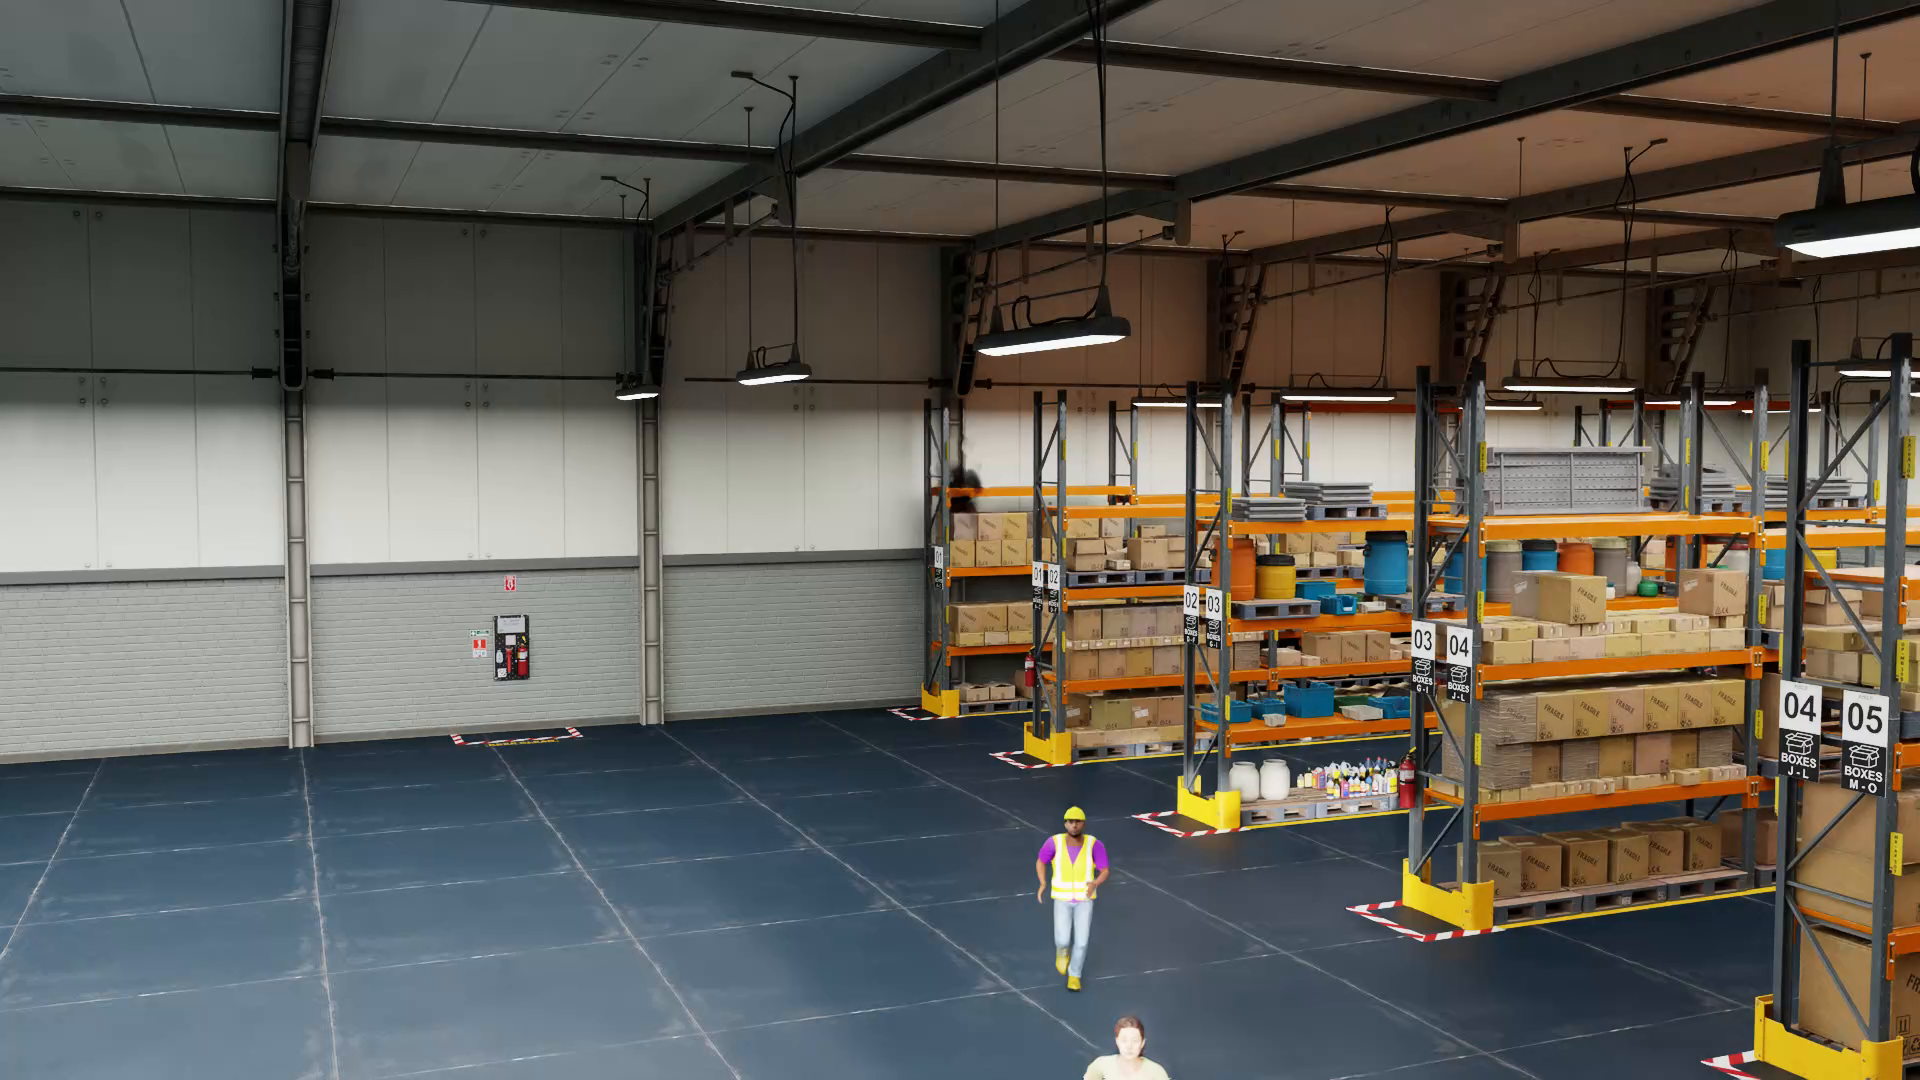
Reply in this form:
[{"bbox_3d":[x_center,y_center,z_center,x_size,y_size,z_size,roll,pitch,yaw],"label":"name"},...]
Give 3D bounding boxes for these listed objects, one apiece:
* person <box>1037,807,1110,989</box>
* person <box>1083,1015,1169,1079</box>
[{"bbox_3d":[1.066,3.377,15.680,0.698,1.720,0.576,0,3,4],"label":"person"},{"bbox_3d":[1.019,3.722,10.050,0.552,1.715,0.830,0,3,5],"label":"person"}]
